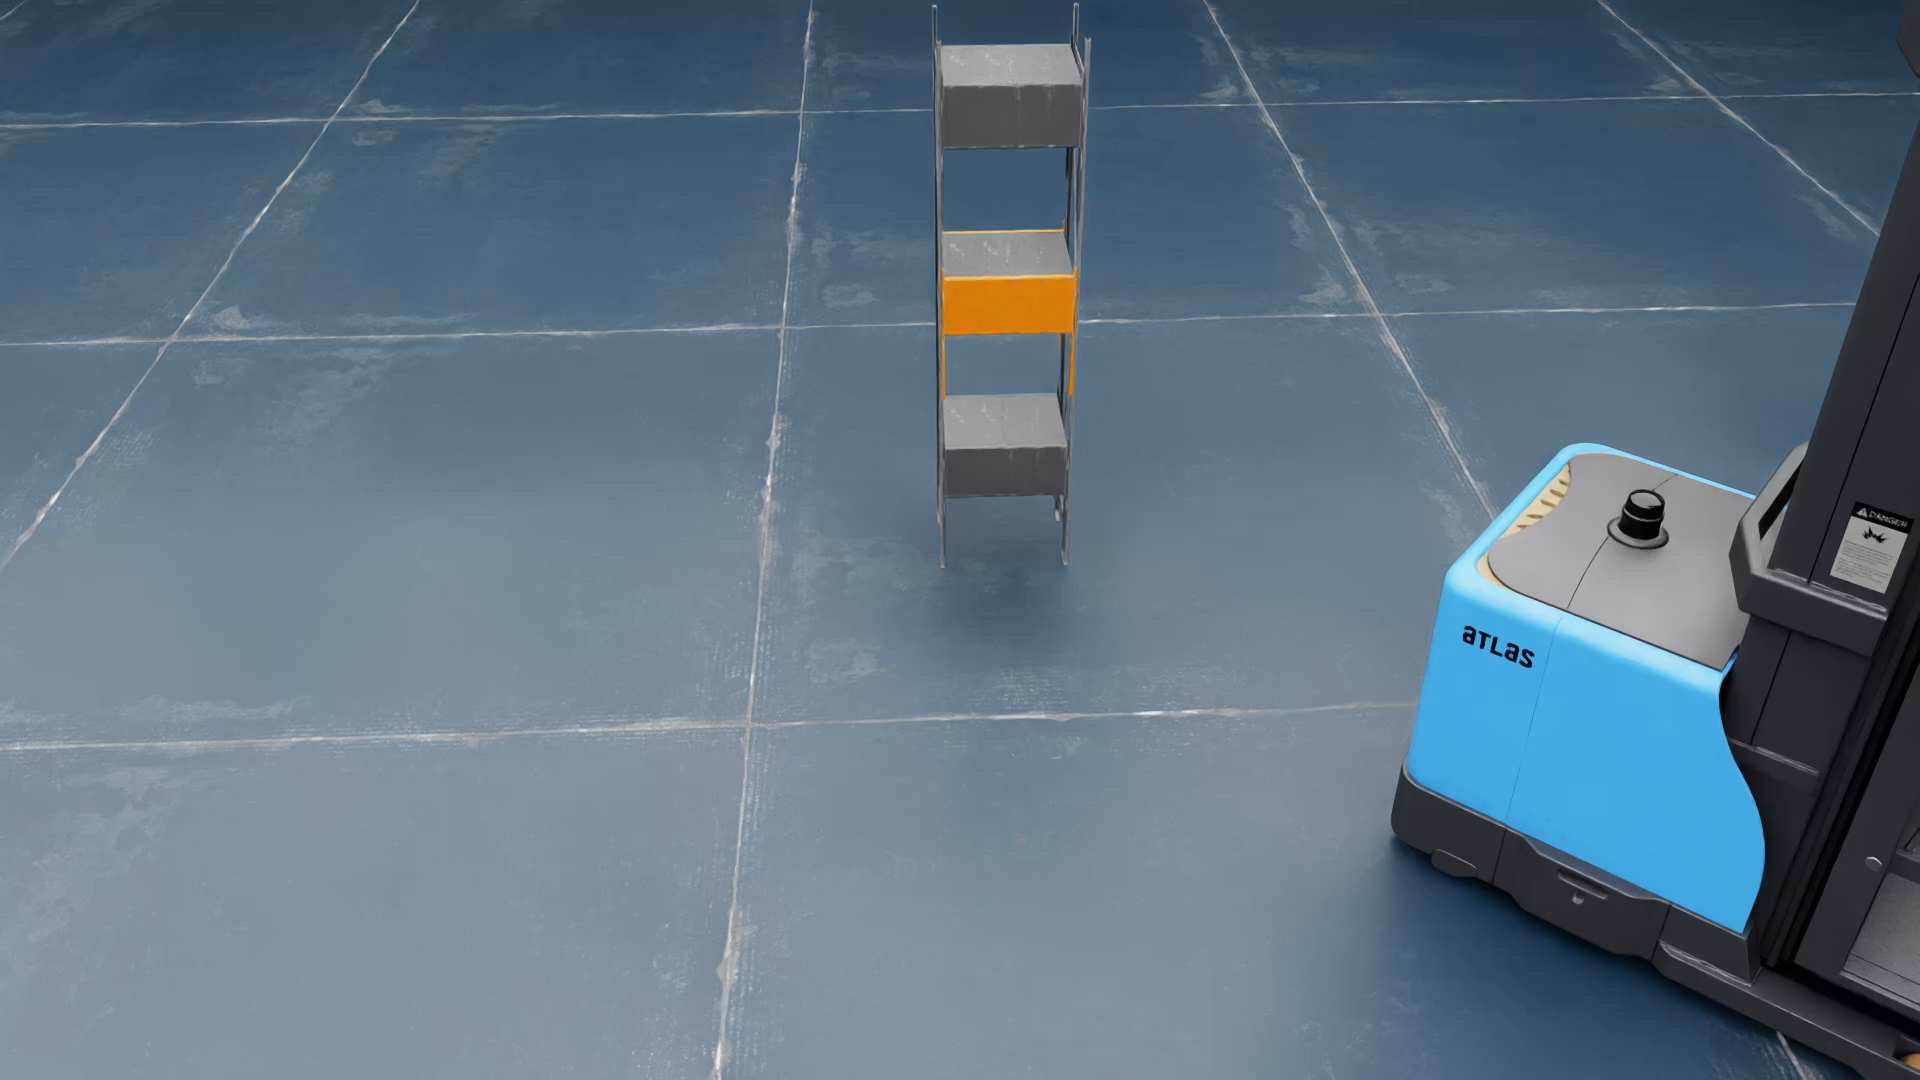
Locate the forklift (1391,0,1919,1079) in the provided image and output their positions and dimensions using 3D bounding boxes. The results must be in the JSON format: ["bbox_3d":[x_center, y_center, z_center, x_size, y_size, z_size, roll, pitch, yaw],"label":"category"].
[{"bbox_3d":[2.845,0.078,4.061,3.031,2.935,1.130,24,41,31],"label":"forklift"}]

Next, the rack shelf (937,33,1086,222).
[{"bbox_3d":[0.165,-1.432,5.768,0.480,0.518,0.431,-2,35,-2],"label":"rack shelf"}]

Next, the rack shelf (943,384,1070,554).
[{"bbox_3d":[0.165,-0.281,6.565,0.480,0.518,0.431,-2,35,-2],"label":"rack shelf"}]

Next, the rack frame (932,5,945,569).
[{"bbox_3d":[-0.078,-0.861,6.149,0.015,2.100,0.400,-2,35,-2],"label":"rack frame"}]

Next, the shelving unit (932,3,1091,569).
[{"bbox_3d":[0.165,-0.868,6.159,0.503,2.100,0.431,-2,35,-2],"label":"shelving unit"}]

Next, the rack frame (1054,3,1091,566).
[{"bbox_3d":[0.409,-0.874,6.168,0.015,2.100,0.400,-2,35,-2],"label":"rack frame"}]

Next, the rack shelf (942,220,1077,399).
[{"bbox_3d":[0.165,-0.857,6.167,0.480,0.518,0.431,-2,35,-2],"label":"rack shelf"}]
